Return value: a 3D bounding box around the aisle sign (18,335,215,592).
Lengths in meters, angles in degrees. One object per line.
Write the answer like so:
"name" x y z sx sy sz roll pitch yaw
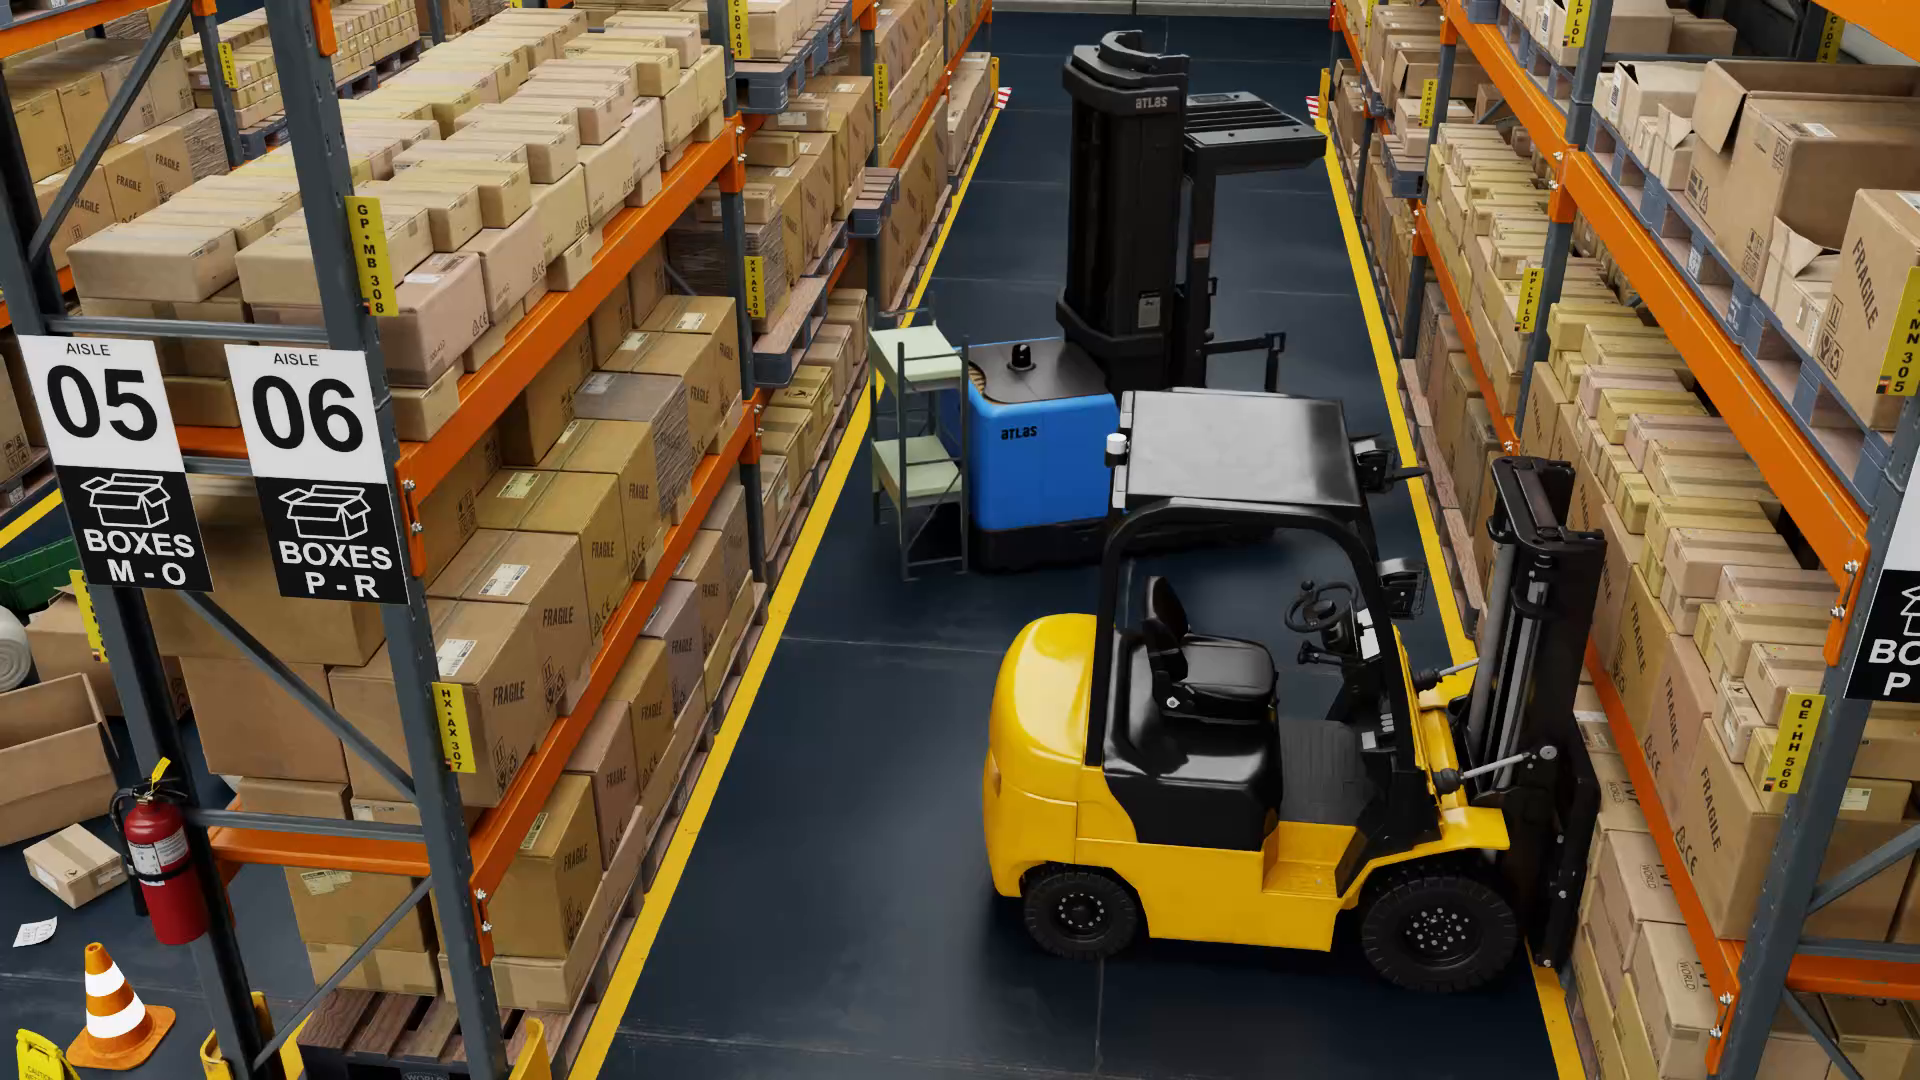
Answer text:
"aisle sign" -2.389 -0.205 4.727 0.394 0.787 0.004 3 28 6

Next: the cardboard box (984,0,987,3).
"cardboard box" 0.070 -6.406 18.872 0.500 0.500 0.500 4 29 6

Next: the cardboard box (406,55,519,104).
"cardboard box" -2.049 -1.898 6.871 0.380 0.149 0.250 2 28 5

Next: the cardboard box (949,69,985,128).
"cardboard box" -0.219 -4.913 18.466 0.875 0.438 0.875 4 29 8

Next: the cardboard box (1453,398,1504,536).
"cardboard box" 3.479 -0.419 9.927 0.875 0.625 0.625 3 28 6

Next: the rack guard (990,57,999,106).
"rack guard" -0.130 -5.515 19.960 1.175 0.500 0.348 3 28 6

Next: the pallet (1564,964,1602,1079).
"pallet" 2.885 2.079 6.168 1.003 0.211 1.213 3 28 6

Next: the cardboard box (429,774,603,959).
"cardboard box" -1.718 1.248 6.437 0.500 0.500 0.500 2 28 4

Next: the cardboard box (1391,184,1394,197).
"cardboard box" 3.898 -3.033 14.226 0.380 0.149 0.250 4 29 8

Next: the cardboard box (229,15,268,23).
"cardboard box" -6.211 -4.530 14.691 0.380 0.149 0.250 4 29 8

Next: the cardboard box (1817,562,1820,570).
"cardboard box" 3.360 0.139 6.041 0.380 0.149 0.250 4 29 8

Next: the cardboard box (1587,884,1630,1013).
"cardboard box" 2.655 1.537 6.164 0.500 0.250 0.500 3 28 6

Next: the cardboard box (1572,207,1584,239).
"cardboard box" 3.812 -1.866 9.762 0.380 0.149 0.250 4 29 7

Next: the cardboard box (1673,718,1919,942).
"cardboard box" 2.633 0.923 5.268 0.500 0.500 0.500 3 28 5

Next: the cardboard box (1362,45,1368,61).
"cardboard box" 4.110 -4.736 16.144 0.380 0.149 0.250 4 29 8

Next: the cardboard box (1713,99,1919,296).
"cardboard box" 2.870 -1.078 5.273 0.700 0.500 0.500 4 29 7

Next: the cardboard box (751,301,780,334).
"cardboard box" -1.222 -1.272 9.270 0.380 0.149 0.250 4 29 7

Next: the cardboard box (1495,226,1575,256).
"cardboard box" 3.236 -1.658 9.375 0.380 0.149 0.250 3 28 5

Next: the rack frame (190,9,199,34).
"rack frame" -9.968 -7.180 20.415 1.000 3.000 0.127 3 28 6

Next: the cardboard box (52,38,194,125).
"cardboard box" -6.103 -3.352 12.150 0.700 0.500 0.500 3 28 6

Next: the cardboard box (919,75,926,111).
"cardboard box" -0.572 -3.953 14.584 0.500 0.250 0.500 3 28 5

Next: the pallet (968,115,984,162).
"pallet" -0.305 -4.423 18.237 1.003 0.211 1.213 3 28 6

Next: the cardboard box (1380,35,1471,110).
"cardboard box" 3.863 -3.836 13.659 0.700 0.500 0.500 3 28 6

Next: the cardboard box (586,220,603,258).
"cardboard box" -1.584 -1.155 6.333 0.380 0.149 0.250 3 28 5

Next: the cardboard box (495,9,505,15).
"cardboard box" -5.076 -5.588 17.724 0.380 0.149 0.250 5 29 8

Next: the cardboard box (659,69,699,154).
"cardboard box" -1.451 -1.880 7.258 0.500 0.250 0.500 3 28 5

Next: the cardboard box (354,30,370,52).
"cardboard box" -5.528 -4.476 14.904 0.380 0.149 0.250 2 28 4

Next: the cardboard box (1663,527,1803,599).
"cardboard box" 2.699 0.088 5.821 0.380 0.149 0.250 4 29 7

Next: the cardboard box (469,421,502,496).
"cardboard box" -2.218 -0.425 6.403 0.700 0.500 0.500 3 28 6

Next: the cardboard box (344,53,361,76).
"cardboard box" -5.557 -4.224 14.750 0.380 0.149 0.250 5 29 8

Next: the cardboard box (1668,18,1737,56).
"cardboard box" 3.622 -2.496 8.274 0.380 0.149 0.250 3 28 6

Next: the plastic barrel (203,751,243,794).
"plastic barrel" -3.343 1.001 7.945 0.421 0.421 0.512 -24 36 -37

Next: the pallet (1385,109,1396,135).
"pallet" 4.047 -3.383 13.569 1.003 0.211 1.213 3 28 6

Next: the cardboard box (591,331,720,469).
"cardboard box" -1.467 -0.664 7.901 0.500 0.500 0.500 4 29 8

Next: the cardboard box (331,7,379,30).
"cardboard box" -5.501 -4.726 15.054 0.380 0.149 0.250 3 28 6

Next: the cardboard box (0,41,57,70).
"cardboard box" -10.298 -4.853 17.892 0.875 0.875 0.875 3 28 6

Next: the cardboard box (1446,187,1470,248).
"cardboard box" 3.372 -2.030 10.487 0.500 0.250 0.500 3 28 5

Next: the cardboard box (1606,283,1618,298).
"cardboard box" 3.712 -1.283 9.100 0.500 0.250 0.500 3 28 6

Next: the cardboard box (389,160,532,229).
"cardboard box" -1.636 -1.137 5.459 0.380 0.149 0.250 3 28 6

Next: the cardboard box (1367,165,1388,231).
"cardboard box" 3.965 -3.053 14.947 0.500 0.500 0.500 3 28 6

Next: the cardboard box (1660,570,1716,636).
"cardboard box" 2.719 0.220 5.890 0.380 0.149 0.250 2 28 5

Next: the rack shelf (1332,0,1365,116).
"rack shelf" 4.549 -5.059 17.237 1.077 0.370 4.000 3 28 6

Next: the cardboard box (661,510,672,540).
"cardboard box" -1.523 -0.079 7.498 0.380 0.149 0.250 3 28 5

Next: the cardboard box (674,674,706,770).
"cardboard box" -1.531 0.854 7.958 0.500 0.250 0.500 4 29 7

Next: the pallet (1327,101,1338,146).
"pallet" 4.688 -4.679 18.712 1.003 0.211 1.213 3 28 6

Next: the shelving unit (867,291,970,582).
"shelving unit" -0.247 -0.610 9.801 0.431 1.500 0.755 -8 29 -14

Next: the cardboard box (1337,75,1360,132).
"cardboard box" 4.481 -4.719 18.040 0.700 0.500 0.500 4 29 8

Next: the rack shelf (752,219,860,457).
"rack shelf" -1.358 -1.580 10.779 1.077 0.370 4.000 3 28 6

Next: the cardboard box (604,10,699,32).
"cardboard box" -1.426 -2.355 7.720 0.380 0.149 0.250 4 29 7

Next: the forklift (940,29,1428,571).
"forklift" 1.436 -1.486 9.919 3.031 2.935 1.130 -8 29 -14

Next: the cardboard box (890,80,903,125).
"cardboard box" -0.742 -3.460 13.140 0.500 0.250 0.500 4 29 7

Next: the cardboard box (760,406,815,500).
"cardboard box" -1.457 -0.569 10.472 0.950 0.372 0.625 5 29 9

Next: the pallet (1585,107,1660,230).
"pallet" 3.244 -1.547 6.890 1.003 0.211 1.213 3 28 6

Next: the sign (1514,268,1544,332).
"sign" 2.784 -1.171 8.123 0.100 0.325 0.005 3 28 6

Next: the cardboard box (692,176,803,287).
"cardboard box" -1.201 -1.755 9.484 0.500 0.500 0.500 3 29 6
